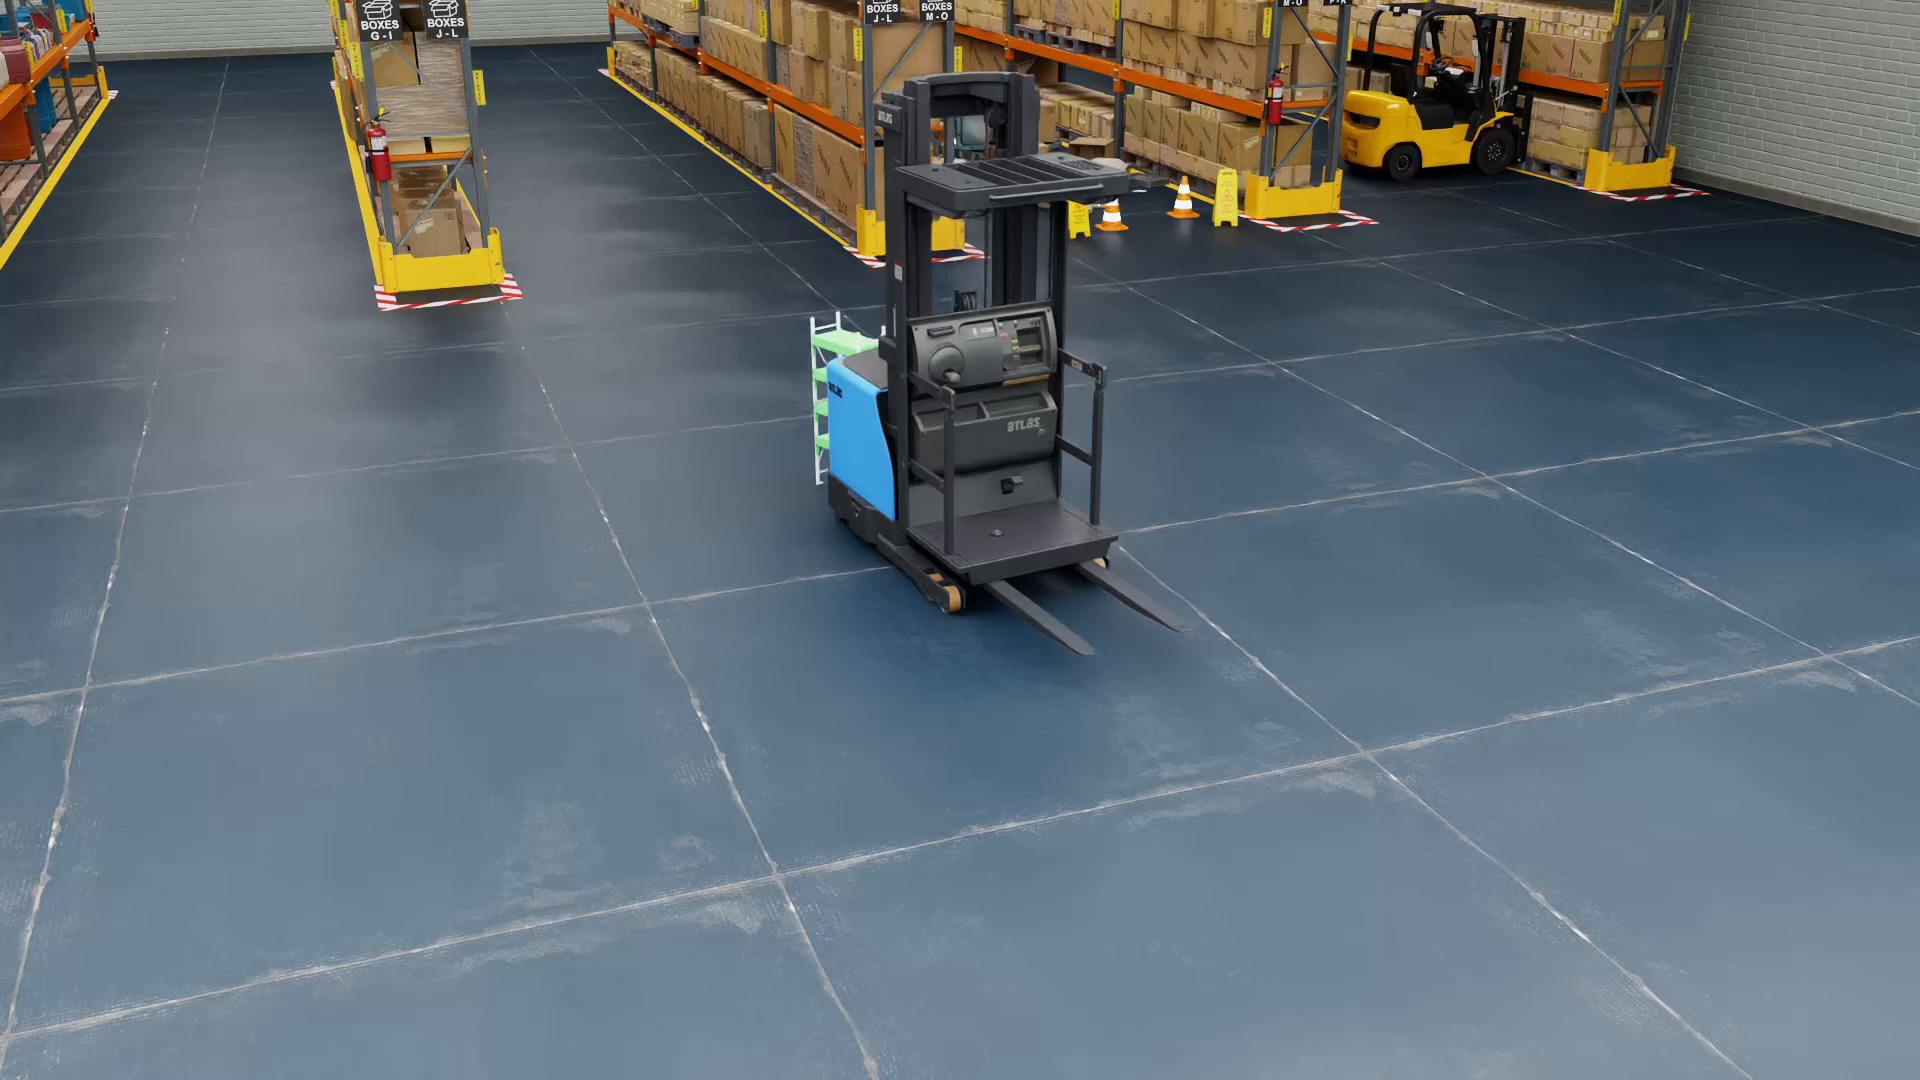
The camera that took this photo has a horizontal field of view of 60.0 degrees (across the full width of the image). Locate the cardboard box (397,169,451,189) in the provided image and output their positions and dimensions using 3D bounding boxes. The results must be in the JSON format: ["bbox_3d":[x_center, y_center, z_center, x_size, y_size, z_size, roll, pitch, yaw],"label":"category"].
[{"bbox_3d":[-6.031,-3.881,18.774,0.500,0.500,0.500,-11,25,-24],"label":"cardboard box"}]

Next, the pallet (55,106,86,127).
[{"bbox_3d":[-14.393,-6.616,26.176,1.003,0.211,1.213,-8,24,-19],"label":"pallet"}]

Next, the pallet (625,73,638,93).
[{"bbox_3d":[-5.492,-8.361,30.316,1.003,0.211,1.213,-8,24,-19],"label":"pallet"}]

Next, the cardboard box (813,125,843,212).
[{"bbox_3d":[-1.162,-4.374,19.460,0.875,0.875,0.875,-9,24,-20],"label":"cardboard box"}]

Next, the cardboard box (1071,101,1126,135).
[{"bbox_3d":[2.189,-6.206,24.454,0.950,0.372,0.625,-7,24,-16],"label":"cardboard box"}]

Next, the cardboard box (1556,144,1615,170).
[{"bbox_3d":[8.228,-5.055,21.880,0.500,0.250,0.500,-8,24,-19],"label":"cardboard box"}]

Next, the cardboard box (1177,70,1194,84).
[{"bbox_3d":[3.003,-5.944,21.314,0.380,0.149,0.250,-8,24,-19],"label":"cardboard box"}]

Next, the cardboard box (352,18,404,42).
[{"bbox_3d":[-6.006,-5.132,17.264,0.500,0.500,0.500,-8,24,-19],"label":"cardboard box"}]

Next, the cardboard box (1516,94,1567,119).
[{"bbox_3d":[7.861,-5.879,22.550,0.500,0.250,0.500,-8,24,-18],"label":"cardboard box"}]

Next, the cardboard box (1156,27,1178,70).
[{"bbox_3d":[2.893,-6.394,21.546,0.500,0.500,0.500,-9,24,-19],"label":"cardboard box"}]

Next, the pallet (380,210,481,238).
[{"bbox_3d":[-5.932,-3.444,18.650,1.003,0.211,1.213,-8,24,-19],"label":"pallet"}]

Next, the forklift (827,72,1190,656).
[{"bbox_3d":[0.251,-1.119,9.631,1.130,2.935,3.031,-12,25,-25],"label":"forklift"}]

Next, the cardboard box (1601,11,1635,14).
[{"bbox_3d":[8.603,-6.828,21.741,0.380,0.149,0.250,-8,24,-18],"label":"cardboard box"}]

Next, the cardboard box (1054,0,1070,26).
[{"bbox_3d":[1.717,-7.844,24.445,0.500,0.500,0.500,-9,25,-21],"label":"cardboard box"}]

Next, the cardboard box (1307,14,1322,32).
[{"bbox_3d":[5.964,-8.460,27.154,0.500,0.250,0.500,-9,24,-20],"label":"cardboard box"}]

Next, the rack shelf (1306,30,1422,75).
[{"bbox_3d":[6.570,-7.850,26.438,1.077,0.370,4.000,-8,24,-19],"label":"rack shelf"}]

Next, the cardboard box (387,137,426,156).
[{"bbox_3d":[-5.518,-3.918,16.508,0.380,0.149,0.250,-8,24,-19],"label":"cardboard box"}]

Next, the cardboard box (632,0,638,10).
[{"bbox_3d":[-5.405,-9.472,28.849,0.500,0.500,0.500,-9,24,-20],"label":"cardboard box"}]

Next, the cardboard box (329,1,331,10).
[{"bbox_3d":[-10.595,-9.258,28.663,0.500,0.250,0.500,-9,25,-21],"label":"cardboard box"}]

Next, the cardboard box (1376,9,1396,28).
[{"bbox_3d":[6.675,-7.945,25.287,0.500,0.250,0.500,-9,24,-20],"label":"cardboard box"}]

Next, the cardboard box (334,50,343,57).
[{"bbox_3d":[-9.218,-7.304,26.412,1.225,0.875,0.875,-8,24,-19],"label":"cardboard box"}]

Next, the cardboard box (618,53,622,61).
[{"bbox_3d":[-6.212,-9.100,31.226,0.380,0.149,0.250,-8,24,-19],"label":"cardboard box"}]

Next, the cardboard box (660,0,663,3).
[{"bbox_3d":[-4.522,-8.541,26.170,0.380,0.149,0.250,-8,24,-17],"label":"cardboard box"}]

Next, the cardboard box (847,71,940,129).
[{"bbox_3d":[-0.722,-4.800,18.084,0.875,0.550,0.550,-8,24,-19],"label":"cardboard box"}]

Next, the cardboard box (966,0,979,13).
[{"bbox_3d":[0.428,-8.897,27.546,0.500,0.250,0.500,-9,24,-20],"label":"cardboard box"}]

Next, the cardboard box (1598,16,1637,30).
[{"bbox_3d":[8.366,-6.584,21.163,0.380,0.149,0.250,-8,24,-19],"label":"cardboard box"}]

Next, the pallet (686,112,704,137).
[{"bbox_3d":[-3.649,-6.509,25.921,1.003,0.211,1.213,-8,24,-19],"label":"pallet"}]

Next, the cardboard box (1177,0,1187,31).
[{"bbox_3d":[3.168,-6.675,20.925,0.700,0.500,0.500,-9,24,-19],"label":"cardboard box"}]

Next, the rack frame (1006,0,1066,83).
[{"bbox_3d":[1.221,-8.225,26.403,1.000,3.000,0.127,-8,24,-19],"label":"rack frame"}]

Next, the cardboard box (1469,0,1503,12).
[{"bbox_3d":[7.382,-7.498,23.331,0.380,0.149,0.250,-8,24,-18],"label":"cardboard box"}]

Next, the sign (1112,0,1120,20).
[{"bbox_3d":[2.116,-7.228,22.546,0.100,0.325,0.005,-8,24,-19],"label":"sign"}]

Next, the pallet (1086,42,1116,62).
[{"bbox_3d":[2.500,-6.981,23.699,1.003,0.211,1.213,-8,24,-19],"label":"pallet"}]

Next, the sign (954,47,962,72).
[{"bbox_3d":[-0.027,-5.112,17.800,0.100,0.325,0.005,-8,24,-19],"label":"sign"}]

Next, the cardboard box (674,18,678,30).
[{"bbox_3d":[-4.156,-7.887,25.384,0.380,0.149,0.250,-8,24,-18],"label":"cardboard box"}]

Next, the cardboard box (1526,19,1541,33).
[{"bbox_3d":[7.829,-6.896,22.286,0.380,0.149,0.250,-8,24,-19],"label":"cardboard box"}]

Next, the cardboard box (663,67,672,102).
[{"bbox_3d":[-4.586,-7.508,27.378,0.500,0.500,0.500,-7,24,-17],"label":"cardboard box"}]

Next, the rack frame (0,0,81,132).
[{"bbox_3d":[-14.097,-7.640,25.013,1.000,3.000,0.127,-8,24,-19],"label":"rack frame"}]

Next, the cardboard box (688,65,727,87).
[{"bbox_3d":[-3.861,-7.109,25.467,0.500,0.250,0.500,-9,24,-20],"label":"cardboard box"}]

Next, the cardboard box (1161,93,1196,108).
[{"bbox_3d":[2.859,-5.754,21.738,0.380,0.149,0.250,-7,24,-16],"label":"cardboard box"}]

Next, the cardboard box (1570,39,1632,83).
[{"bbox_3d":[8.270,-6.190,21.445,0.500,0.500,0.500,-9,24,-20],"label":"cardboard box"}]

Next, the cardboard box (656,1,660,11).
[{"bbox_3d":[-4.610,-8.495,26.444,0.380,0.149,0.250,-9,24,-20],"label":"cardboard box"}]

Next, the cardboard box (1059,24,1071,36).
[{"bbox_3d":[1.687,-7.566,24.621,0.380,0.149,0.250,-8,24,-17],"label":"cardboard box"}]

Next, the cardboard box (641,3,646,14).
[{"bbox_3d":[-5.078,-8.834,27.631,0.380,0.149,0.250,-10,25,-22],"label":"cardboard box"}]

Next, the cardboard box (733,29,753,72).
[{"bbox_3d":[-2.753,-6.622,22.471,0.500,0.500,0.500,-8,24,-18],"label":"cardboard box"}]

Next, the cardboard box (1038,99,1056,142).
[{"bbox_3d":[0.979,-5.714,22.688,0.500,0.500,0.500,-8,24,-19],"label":"cardboard box"}]

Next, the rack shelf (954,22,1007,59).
[{"bbox_3d":[0.514,-8.621,28.267,1.077,0.370,4.000,-8,24,-19],"label":"rack shelf"}]

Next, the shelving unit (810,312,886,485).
[{"bbox_3d":[-0.751,-0.905,11.353,0.258,1.200,0.503,-20,30,-38],"label":"shelving unit"}]

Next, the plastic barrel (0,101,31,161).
[{"bbox_3d":[-12.873,-5.555,22.321,0.600,0.830,0.708,-8,24,-19],"label":"plastic barrel"}]

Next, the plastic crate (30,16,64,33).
[{"bbox_3d":[-14.464,-8.193,26.401,0.437,0.282,0.530,-8,24,-19],"label":"plastic crate"}]

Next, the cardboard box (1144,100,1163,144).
[{"bbox_3d":[2.790,-5.600,22.208,0.500,0.500,0.500,-7,24,-17],"label":"cardboard box"}]

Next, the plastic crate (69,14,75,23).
[{"bbox_3d":[-15.052,-8.728,27.857,0.396,0.136,0.243,-8,24,-19],"label":"plastic crate"}]

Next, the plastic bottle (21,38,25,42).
[{"bbox_3d":[-13.329,-7.008,23.681,0.097,0.271,0.097,0,23,0],"label":"plastic bottle"}]

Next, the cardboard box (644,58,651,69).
[{"bbox_3d":[-5.284,-8.298,28.939,0.380,0.149,0.250,-8,24,-18],"label":"cardboard box"}]

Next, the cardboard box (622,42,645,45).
[{"bbox_3d":[-6.123,-9.250,31.197,0.380,0.149,0.250,-8,24,-18],"label":"cardboard box"}]

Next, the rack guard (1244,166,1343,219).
[{"bbox_3d":[4.020,-4.194,20.058,1.175,0.500,0.348,-8,24,-19],"label":"rack guard"}]

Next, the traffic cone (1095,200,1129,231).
[{"bbox_3d":[1.770,-3.853,19.296,0.336,0.463,0.334,-8,24,-19],"label":"traffic cone"}]

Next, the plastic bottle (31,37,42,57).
[{"bbox_3d":[-13.218,-7.034,23.737,0.152,0.276,0.135,-8,24,-19],"label":"plastic bottle"}]
